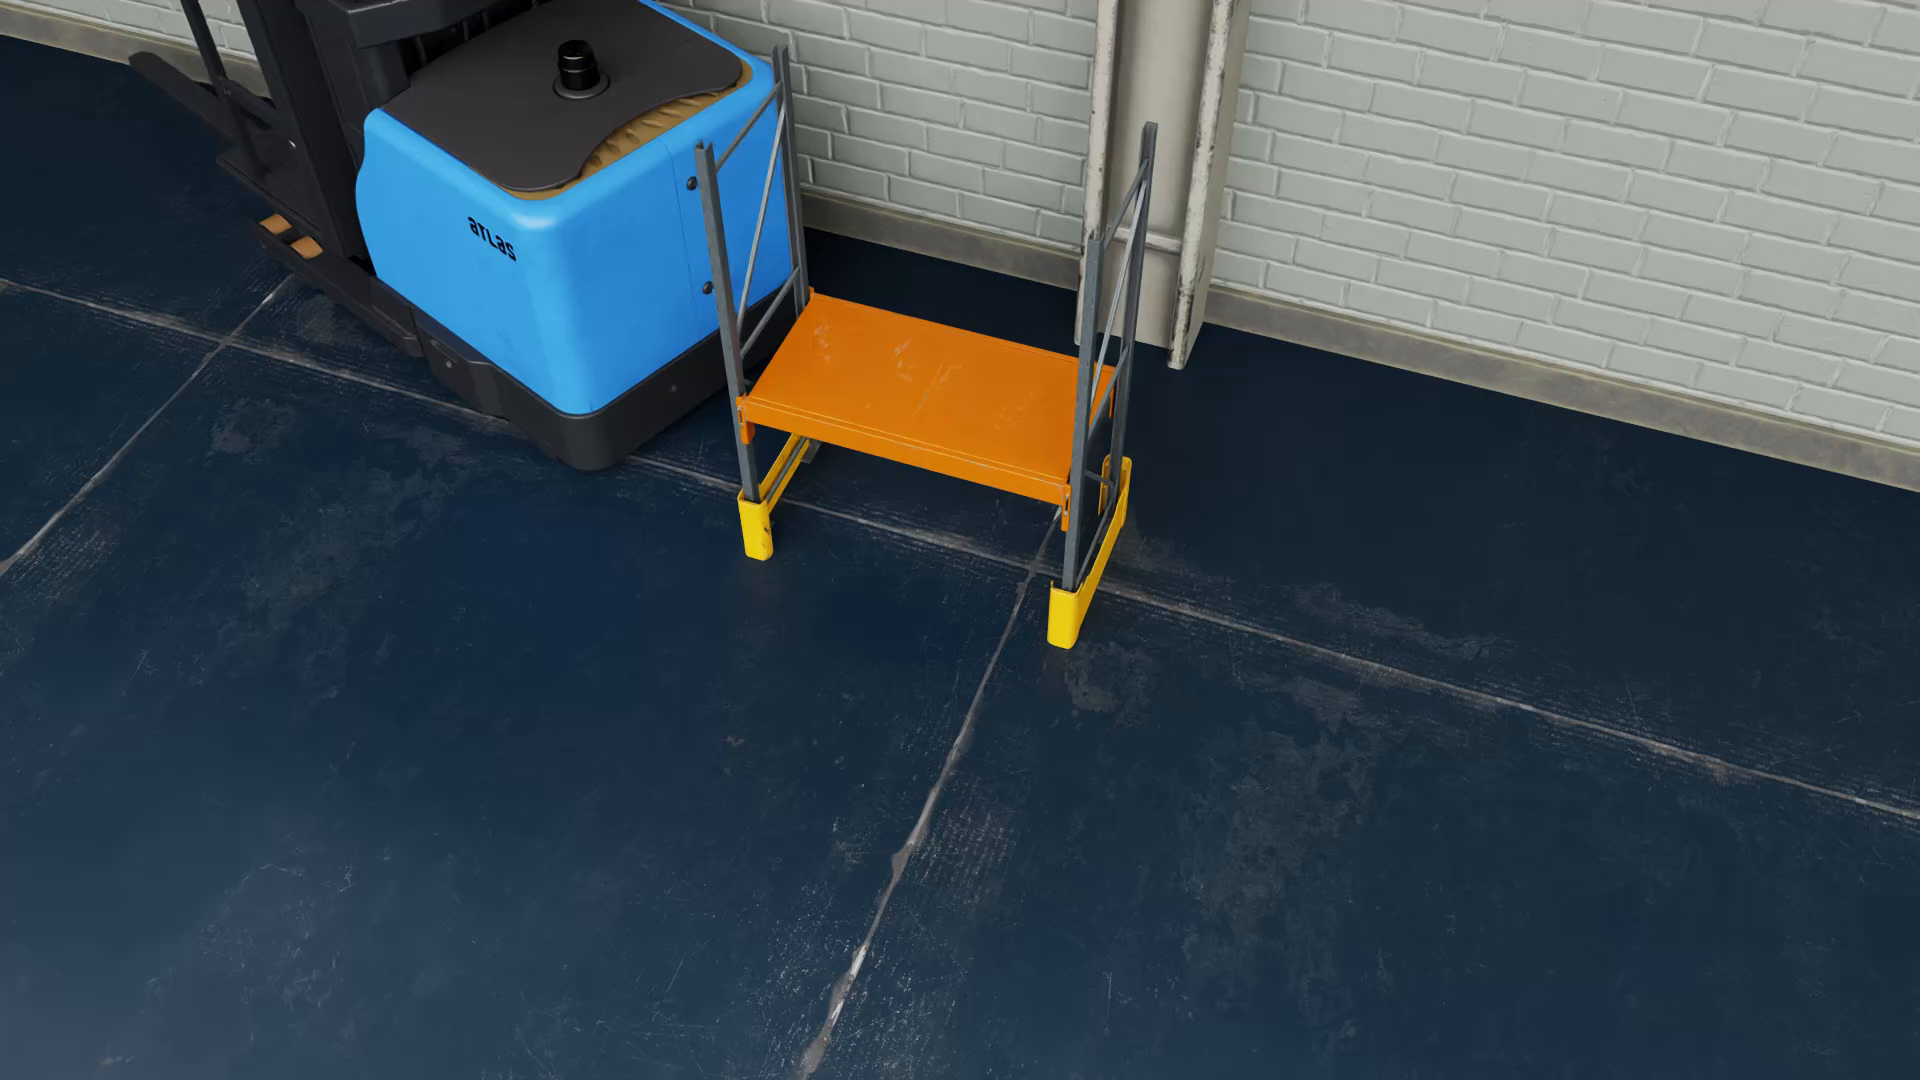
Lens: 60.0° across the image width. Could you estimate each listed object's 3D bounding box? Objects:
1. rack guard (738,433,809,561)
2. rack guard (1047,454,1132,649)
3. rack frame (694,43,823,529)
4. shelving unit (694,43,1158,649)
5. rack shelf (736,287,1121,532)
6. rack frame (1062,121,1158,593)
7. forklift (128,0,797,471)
[{"bbox_3d":[-0.539,-0.232,5.286,0.087,0.250,0.587,16,51,13],"label":"rack guard"},{"bbox_3d":[0.396,0.029,5.060,0.087,0.250,0.587,16,51,13],"label":"rack guard"},{"bbox_3d":[-0.557,-0.647,4.818,0.032,1.500,0.500,16,51,13],"label":"rack frame"},{"bbox_3d":[-0.072,-0.511,4.701,1.083,1.500,0.587,16,51,13],"label":"shelving unit"},{"bbox_3d":[-0.080,-0.396,4.839,1.000,0.185,0.538,16,51,13],"label":"rack shelf"},{"bbox_3d":[0.397,-0.380,4.587,0.032,1.500,0.500,16,51,13],"label":"rack frame"},{"bbox_3d":[-1.962,-2.159,5.182,3.031,2.935,1.130,34,57,26],"label":"forklift"}]
